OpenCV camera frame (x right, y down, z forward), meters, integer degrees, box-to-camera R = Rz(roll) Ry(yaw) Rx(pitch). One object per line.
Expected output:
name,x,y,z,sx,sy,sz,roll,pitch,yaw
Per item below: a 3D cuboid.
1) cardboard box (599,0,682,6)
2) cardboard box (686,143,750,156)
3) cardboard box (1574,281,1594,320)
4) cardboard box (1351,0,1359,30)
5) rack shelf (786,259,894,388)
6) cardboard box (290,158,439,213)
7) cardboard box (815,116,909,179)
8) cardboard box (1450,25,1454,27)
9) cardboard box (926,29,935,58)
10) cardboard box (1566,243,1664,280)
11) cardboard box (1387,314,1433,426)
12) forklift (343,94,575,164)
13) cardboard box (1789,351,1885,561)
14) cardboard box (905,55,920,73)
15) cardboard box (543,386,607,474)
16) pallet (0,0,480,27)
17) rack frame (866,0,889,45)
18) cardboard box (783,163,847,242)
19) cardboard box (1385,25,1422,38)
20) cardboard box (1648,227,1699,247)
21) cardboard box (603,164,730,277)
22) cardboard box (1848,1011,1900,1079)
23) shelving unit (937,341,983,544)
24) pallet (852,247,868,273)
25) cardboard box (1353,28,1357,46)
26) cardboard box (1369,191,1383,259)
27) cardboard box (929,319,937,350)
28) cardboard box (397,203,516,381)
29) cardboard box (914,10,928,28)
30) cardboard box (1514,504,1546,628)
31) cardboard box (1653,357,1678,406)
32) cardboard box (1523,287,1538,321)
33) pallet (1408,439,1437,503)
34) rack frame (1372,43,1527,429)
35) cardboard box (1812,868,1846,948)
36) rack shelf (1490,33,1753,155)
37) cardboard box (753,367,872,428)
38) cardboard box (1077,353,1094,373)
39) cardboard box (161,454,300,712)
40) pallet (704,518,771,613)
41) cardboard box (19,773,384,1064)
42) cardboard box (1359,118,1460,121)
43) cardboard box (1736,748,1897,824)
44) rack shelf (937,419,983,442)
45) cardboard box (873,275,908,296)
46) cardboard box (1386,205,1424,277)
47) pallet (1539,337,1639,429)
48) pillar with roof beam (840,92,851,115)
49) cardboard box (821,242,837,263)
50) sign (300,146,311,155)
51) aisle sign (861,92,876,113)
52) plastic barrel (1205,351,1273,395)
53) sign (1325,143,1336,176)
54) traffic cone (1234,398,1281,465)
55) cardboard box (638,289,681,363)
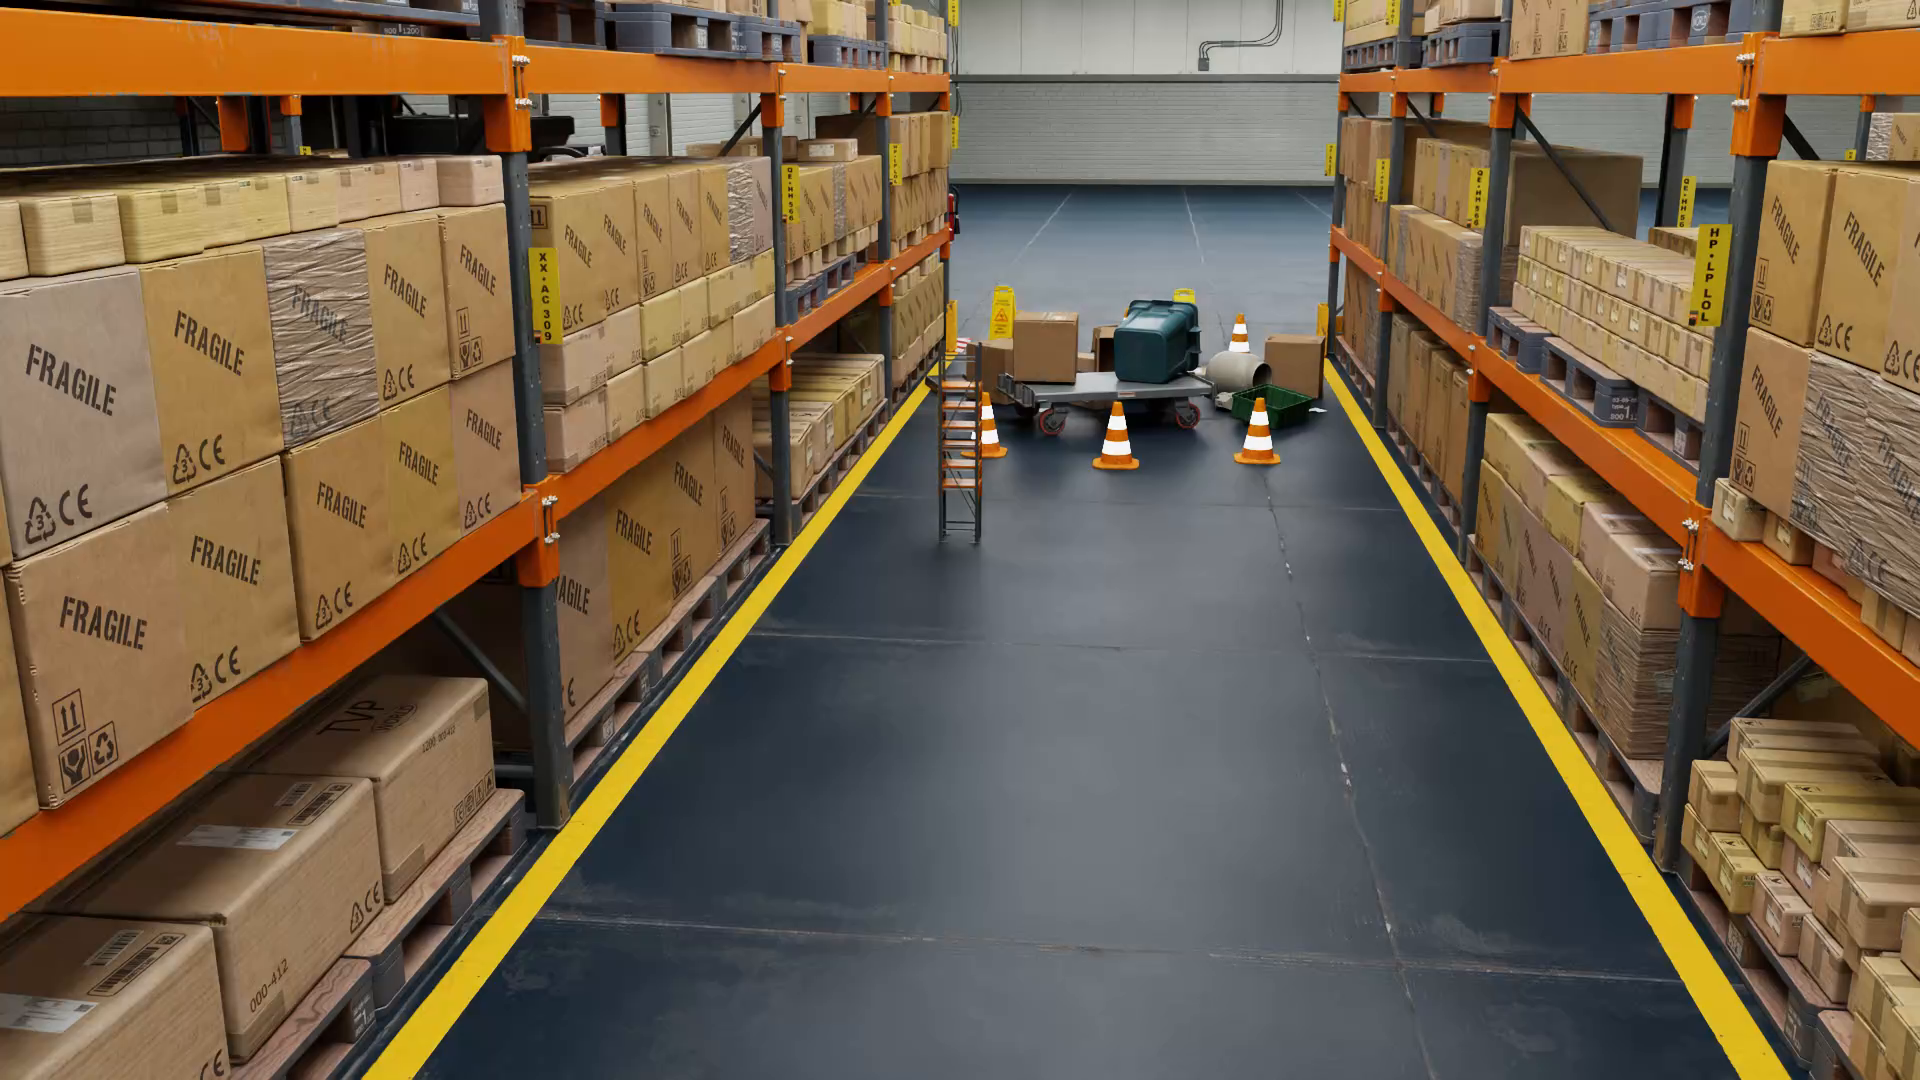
cardboard box,-1.416,-2.444,7.160,0.396,0.266,0.258,3,15,11
cardboard box,-1.614,-2.572,11.120,0.380,0.149,0.250,1,15,4
cardboard box,3.013,-1.084,7.531,0.380,0.149,0.250,2,15,6
cardboard box,3.948,-4.908,15.542,0.500,0.250,0.500,2,15,6
rack shelf,-1.293,-1.603,11.724,1.077,0.370,4.000,2,15,6
cardboard box,-1.826,-1.084,5.075,0.380,0.149,0.250,2,15,8
cardboard box,-0.802,-3.252,13.764,0.700,0.500,0.500,2,15,6
cardboard box,3.441,-3.505,10.892,0.396,0.266,0.258,2,15,6
cardboard box,-0.518,-4.620,15.473,0.500,0.250,0.500,2,15,8
cardboard box,3.048,-1.295,7.741,0.380,0.149,0.250,2,15,9
cardboard box,3.882,-1.303,12.740,1.050,0.750,0.750,2,15,6
forklift,-3.033,-1.593,10.437,1.130,2.935,3.031,2,15,7
cardboard box,2.605,-0.217,4.458,0.500,0.500,0.500,2,15,6
cardboard box,-0.556,-4.202,14.689,0.380,0.149,0.250,1,15,5
cardboard box,-1.658,-0.429,6.288,0.500,0.250,0.500,1,15,5
pallet,-2.073,-1.588,4.711,1.003,0.211,1.213,2,15,6
rack frame,-1.067,-5.365,12.765,1.000,3.000,0.127,2,15,6
cardboard box,-1.069,-2.339,11.501,0.500,0.500,0.500,1,15,4
cardboard box,3.614,-4.097,13.305,0.380,0.149,0.250,2,15,7
cardboard box,3.811,-1.540,8.649,0.380,0.149,0.250,1,15,4
cardboard box,-1.430,-1.559,8.075,0.500,0.500,0.500,2,15,6
cardboard box,2.493,1.321,4.187,0.380,0.149,0.250,1,15,5
shelving unit,0.002,-0.583,10.019,0.258,1.200,0.189,2,15,6
pallet,-1.298,-2.183,12.856,1.003,0.211,1.213,2,15,6
cardboard box,3.872,-4.689,15.494,0.380,0.149,0.250,2,15,7
cardboard box,3.932,-2.662,13.972,0.875,0.550,0.550,2,15,6
cardboard box,-0.506,-2.031,16.388,0.500,0.250,0.500,2,15,6
cardboard box,-1.749,-0.795,5.249,0.500,0.500,0.500,2,15,6
cardboard box,-0.500,-4.723,15.091,0.380,0.149,0.250,2,15,8
cardboard box,2.971,0.131,7.915,0.500,0.500,0.500,1,15,5
cardboard box,2.867,-0.597,6.301,0.380,0.149,0.250,2,15,6
cardboard box,3.130,-1.214,8.583,0.380,0.149,0.250,2,15,9
pallet,3.715,-0.484,11.548,1.003,0.211,1.213,2,15,6
rack frame,3.862,-2.350,13.106,1.000,3.000,0.127,2,15,6
cardboard box,2.636,1.042,4.649,0.380,0.149,0.250,1,15,3
rack shelf,3.185,-1.894,7.053,1.077,0.370,4.000,2,15,6
cardboard box,-1.202,-1.081,12.643,0.950,0.372,0.625,3,15,10
cardboard box,1.243,-1.731,16.280,0.380,0.149,0.250,11,19,35
cardboard box,-1.937,0.085,3.911,0.500,0.500,0.500,2,15,8
pallet,-1.683,0.116,9.328,1.003,0.211,1.213,2,15,6
cardboard box,-2.248,1.031,4.705,0.875,0.438,0.875,1,15,5
cardboard box,4.263,-3.741,15.893,0.875,0.550,0.550,2,15,6
cardboard box,2.625,0.764,5.107,0.380,0.149,0.250,2,15,9
rack shelf,0.002,-0.656,10.000,0.258,0.103,0.180,2,15,6
cardboard box,-0.659,-2.196,14.320,0.380,0.149,0.250,2,15,7
cardboard box,3.536,-2.270,12.618,0.500,0.500,0.500,2,15,7
pallet,3.228,-0.705,7.391,1.003,0.211,1.213,2,15,6
pillar with roof beam,1.140,-14.048,44.875,9.100,9.000,0.400,2,15,6
cardboard box,-1.067,-2.010,11.526,0.380,0.149,0.250,2,15,8
sign,-5.460,-3.122,13.895,0.100,0.325,0.005,2,15,6
aisle sign,-0.917,-4.787,17.139,0.394,0.787,0.004,2,15,6
plastic barrel,2.466,-1.446,14.697,0.421,0.421,0.512,-14,20,-42
sign,3.763,-3.861,16.885,0.100,0.325,0.005,2,15,6
traffic cone,2.211,-0.822,12.315,0.336,0.463,0.334,2,15,6
cardboard box,-1.526,-0.935,7.205,0.500,0.250,0.500,2,15,7
